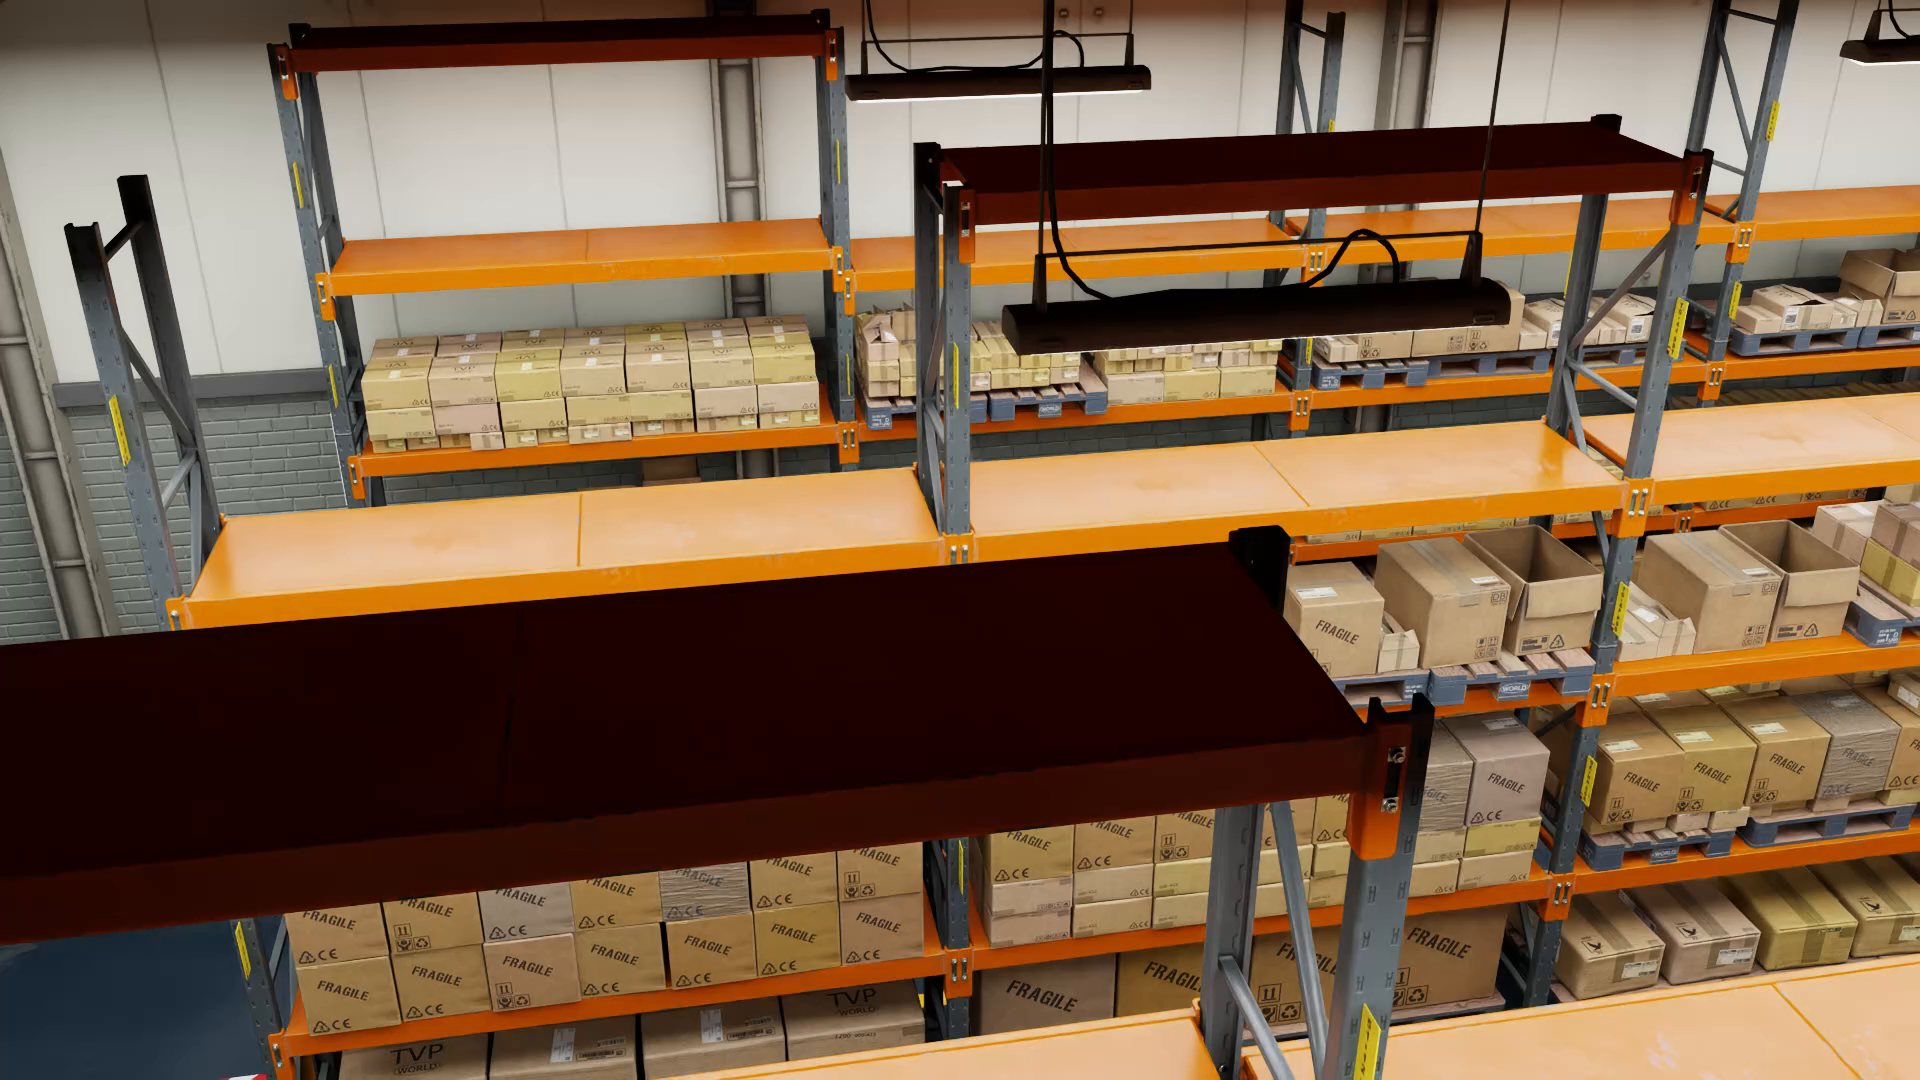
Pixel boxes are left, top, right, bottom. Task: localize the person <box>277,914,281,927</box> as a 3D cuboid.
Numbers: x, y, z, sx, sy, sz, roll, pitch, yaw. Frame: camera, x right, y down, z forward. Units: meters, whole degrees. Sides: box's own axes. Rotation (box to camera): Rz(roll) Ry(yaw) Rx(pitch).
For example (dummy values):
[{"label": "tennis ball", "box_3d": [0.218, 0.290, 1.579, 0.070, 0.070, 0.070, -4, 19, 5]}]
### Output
[{"label": "person", "box_3d": [-5.131, 1.984, 12.146, 0.603, 1.797, 0.665, -7, 27, -13]}]
